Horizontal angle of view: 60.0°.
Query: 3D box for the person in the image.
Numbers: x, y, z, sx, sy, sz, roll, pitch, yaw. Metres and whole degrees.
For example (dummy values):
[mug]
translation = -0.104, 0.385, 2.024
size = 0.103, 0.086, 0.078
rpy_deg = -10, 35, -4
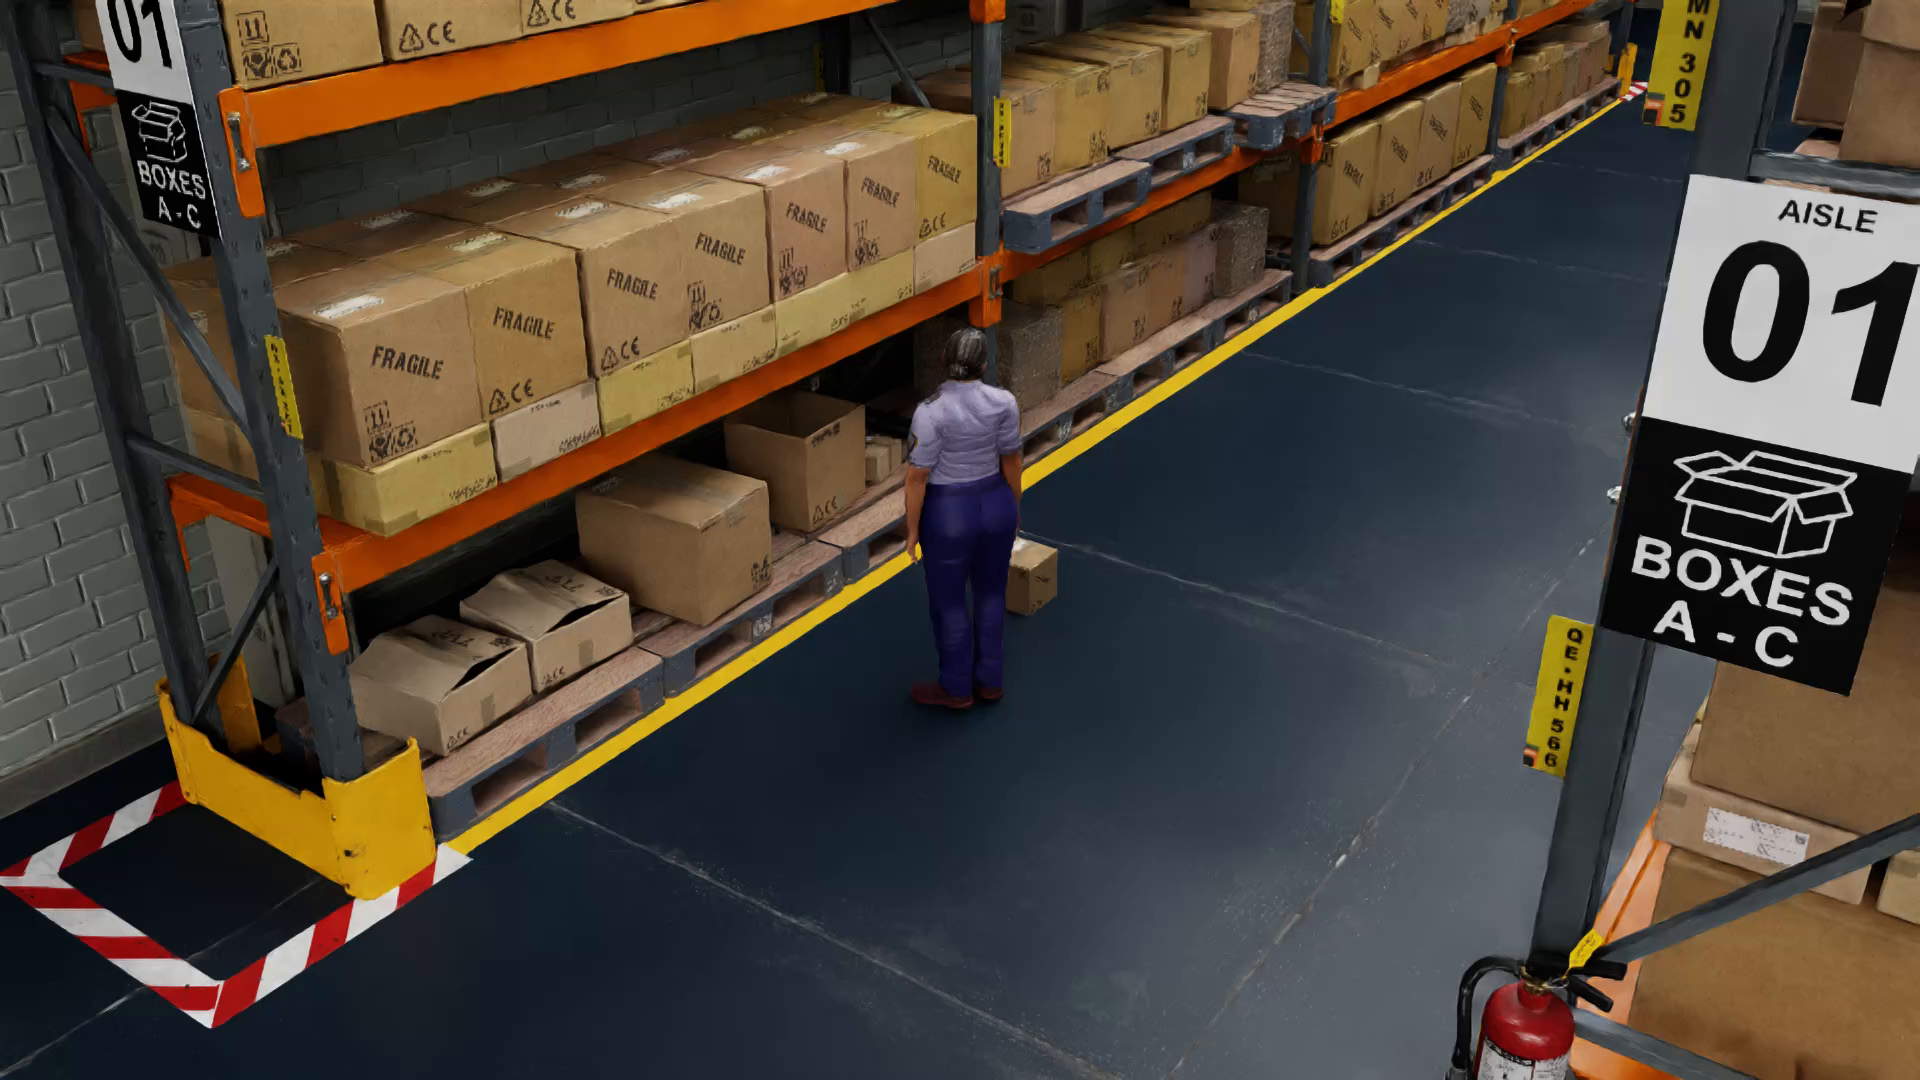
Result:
[person]
translation = 0.014, -0.116, 6.747
size = 0.526, 1.574, 0.349
rpy_deg = -13, 30, -24
